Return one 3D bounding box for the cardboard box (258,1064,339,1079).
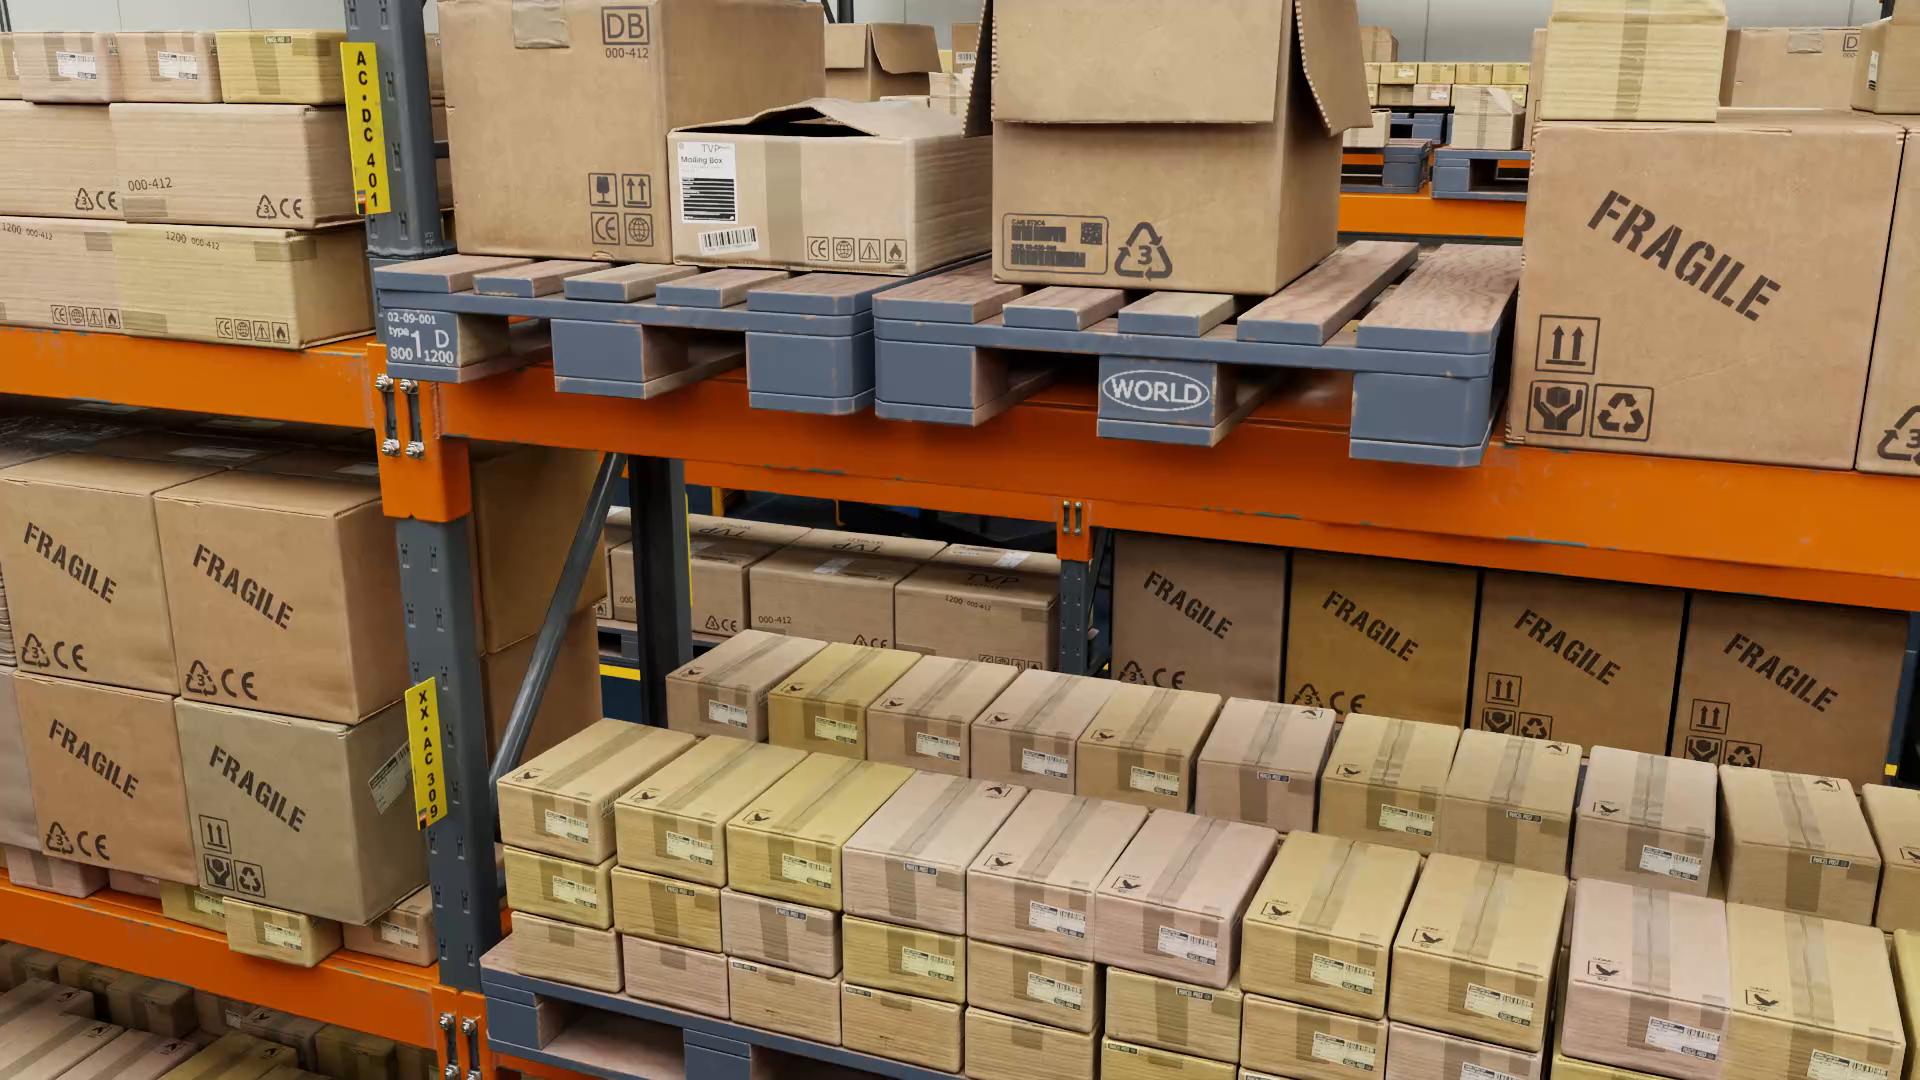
[{"bbox_3d":[-1.884,1.614,4.526,0.250,0.149,0.380,6,17,20],"label":"cardboard box"}]

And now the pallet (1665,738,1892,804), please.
[{"bbox_3d":[3.766,1.095,8.024,1.213,0.211,1.003,6,17,21],"label":"pallet"}]

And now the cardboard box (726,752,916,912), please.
[{"bbox_3d":[-0.275,0.588,3.400,0.250,0.149,0.380,6,17,21],"label":"cardboard box"}]

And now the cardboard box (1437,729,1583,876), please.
[{"bbox_3d":[1.168,0.552,3.523,0.250,0.149,0.380,7,18,22],"label":"cardboard box"}]

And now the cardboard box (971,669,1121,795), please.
[{"bbox_3d":[0.208,0.446,3.889,0.250,0.149,0.380,6,17,20],"label":"cardboard box"}]

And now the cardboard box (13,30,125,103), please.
[{"bbox_3d":[-1.855,-1.059,3.717,0.250,0.149,0.380,6,17,21],"label":"cardboard box"}]

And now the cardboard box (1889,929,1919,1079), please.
[{"bbox_3d":[1.649,0.799,2.671,0.250,0.149,0.380,7,18,22],"label":"cardboard box"}]

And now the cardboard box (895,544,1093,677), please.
[{"bbox_3d":[0.206,0.383,9.315,0.875,0.438,0.875,6,17,20],"label":"cardboard box"}]

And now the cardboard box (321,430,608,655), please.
[{"bbox_3d":[-1.302,-0.039,4.423,0.500,0.500,0.500,7,17,22],"label":"cardboard box"}]

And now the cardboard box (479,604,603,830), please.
[{"bbox_3d":[-1.340,0.434,4.585,0.500,0.500,0.500,6,17,20],"label":"cardboard box"}]

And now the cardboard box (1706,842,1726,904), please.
[{"bbox_3d":[1.636,0.745,3.390,0.250,0.149,0.380,6,17,21],"label":"cardboard box"}]

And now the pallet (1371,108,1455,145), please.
[{"bbox_3d":[3.150,-3.106,12.450,1.003,0.211,1.213,6,17,21],"label":"pallet"}]

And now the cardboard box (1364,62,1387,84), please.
[{"bbox_3d":[2.960,-3.400,12.110,0.250,0.149,0.380,7,17,22],"label":"cardboard box"}]

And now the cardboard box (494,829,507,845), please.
[{"bbox_3d":[-1.115,0.748,4.668,0.250,0.149,0.380,7,18,23],"label":"cardboard box"}]

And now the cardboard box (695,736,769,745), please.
[{"bbox_3d":[-0.529,0.507,4.212,0.250,0.149,0.380,7,18,22],"label":"cardboard box"}]

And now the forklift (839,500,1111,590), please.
[{"bbox_3d":[0.393,-1.252,11.229,1.130,2.935,3.031,-12,20,-36],"label":"forklift"}]

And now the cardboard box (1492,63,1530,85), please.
[{"bbox_3d":[3.909,-3.295,11.748,0.250,0.149,0.380,6,17,21],"label":"cardboard box"}]

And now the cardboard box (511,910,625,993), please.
[{"bbox_3d":[-0.774,0.819,3.668,0.250,0.149,0.380,5,17,18],"label":"cardboard box"}]

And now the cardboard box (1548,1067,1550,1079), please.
[{"bbox_3d":[1.171,1.032,2.935,0.250,0.149,0.380,5,17,18],"label":"cardboard box"}]

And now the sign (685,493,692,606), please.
[{"bbox_3d":[-0.771,0.041,4.577,0.005,0.325,0.100,6,17,21],"label":"sign"}]

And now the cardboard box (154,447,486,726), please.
[{"bbox_3d":[-1.508,0.092,3.971,0.500,0.500,0.500,6,17,19],"label":"cardboard box"}]

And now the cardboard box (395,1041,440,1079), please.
[{"bbox_3d":[-1.450,1.490,4.954,0.250,0.149,0.380,7,18,23],"label":"cardboard box"}]

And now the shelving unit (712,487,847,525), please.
[{"bbox_3d":[-1.314,-0.944,12.734,1.083,1.500,0.587,4,17,13],"label":"shelving unit"}]

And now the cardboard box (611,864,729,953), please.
[{"bbox_3d":[-0.532,0.703,3.537,0.250,0.149,0.380,6,17,20],"label":"cardboard box"}]

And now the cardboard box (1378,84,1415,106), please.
[{"bbox_3d":[3.200,-3.241,12.095,0.250,0.149,0.380,6,17,21],"label":"cardboard box"}]

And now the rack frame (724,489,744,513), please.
[{"bbox_3d":[-1.800,-0.976,12.846,0.032,1.500,0.500,4,17,13],"label":"rack frame"}]

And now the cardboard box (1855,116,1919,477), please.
[{"bbox_3d":[1.655,-0.379,2.538,0.500,0.500,0.500,6,17,21],"label":"cardboard box"}]

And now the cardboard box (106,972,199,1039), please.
[{"bbox_3d":[-2.445,1.403,5.255,0.250,0.149,0.380,6,17,18],"label":"cardboard box"}]

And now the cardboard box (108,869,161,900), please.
[{"bbox_3d":[-2.044,0.808,4.461,0.250,0.149,0.380,6,17,19],"label":"cardboard box"}]

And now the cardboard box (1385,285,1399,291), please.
[{"bbox_3d":[2.207,-0.993,8.241,0.500,0.500,0.500,7,18,22],"label":"cardboard box"}]

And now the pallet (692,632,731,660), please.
[{"bbox_3d":[-1.067,0.563,9.854,1.213,0.211,1.003,6,17,21],"label":"pallet"}]

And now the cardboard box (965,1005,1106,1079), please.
[{"bbox_3d":[0.188,0.925,3.305,0.250,0.149,0.380,5,17,18],"label":"cardboard box"}]

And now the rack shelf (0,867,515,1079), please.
[{"bbox_3d":[-2.832,0.882,5.046,4.000,0.370,1.077,6,17,21],"label":"rack shelf"}]

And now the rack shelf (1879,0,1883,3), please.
[{"bbox_3d":[4.429,-3.980,11.750,4.000,0.370,1.077,6,17,21],"label":"rack shelf"}]

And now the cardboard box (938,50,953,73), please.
[{"bbox_3d":[0.107,-3.786,13.294,0.500,0.250,0.500,6,17,20],"label":"cardboard box"}]

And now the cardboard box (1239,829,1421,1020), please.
[{"bbox_3d":[0.682,0.692,3.039,0.250,0.149,0.380,7,18,22],"label":"cardboard box"}]

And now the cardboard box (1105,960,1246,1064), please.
[{"bbox_3d":[0.449,0.810,3.169,0.250,0.149,0.380,6,17,20],"label":"cardboard box"}]

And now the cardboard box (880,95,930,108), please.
[{"bbox_3d":[-0.207,-2.132,8.276,0.250,0.149,0.380,7,17,22],"label":"cardboard box"}]

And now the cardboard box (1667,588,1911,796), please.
[{"bbox_3d":[3.860,0.582,7.845,0.875,0.875,0.875,6,17,20],"label":"cardboard box"}]

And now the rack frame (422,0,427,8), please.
[{"bbox_3d":[-2.970,-3.843,9.272,0.127,3.000,1.000,6,17,21],"label":"rack frame"}]

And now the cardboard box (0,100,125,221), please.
[{"bbox_3d":[-1.974,-0.905,3.904,0.500,0.250,0.500,6,17,18],"label":"cardboard box"}]

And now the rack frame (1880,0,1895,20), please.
[{"bbox_3d":[6.290,-4.313,10.889,0.127,3.000,1.000,6,17,21],"label":"rack frame"}]

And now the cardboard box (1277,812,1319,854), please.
[{"bbox_3d":[0.699,0.640,3.751,0.250,0.149,0.380,6,17,21],"label":"cardboard box"}]

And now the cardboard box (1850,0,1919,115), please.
[{"bbox_3d":[1.743,-0.888,2.918,0.258,0.266,0.396,6,17,21],"label":"cardboard box"}]

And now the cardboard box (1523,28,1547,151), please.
[{"bbox_3d":[2.726,-1.939,7.161,0.500,0.500,0.500,6,17,21],"label":"cardboard box"}]

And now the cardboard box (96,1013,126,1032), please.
[{"bbox_3d":[-2.628,1.491,5.486,0.250,0.149,0.380,6,17,21],"label":"cardboard box"}]

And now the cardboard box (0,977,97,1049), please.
[{"bbox_3d":[-2.829,1.486,4.969,0.250,0.149,0.380,6,17,21],"label":"cardboard box"}]
